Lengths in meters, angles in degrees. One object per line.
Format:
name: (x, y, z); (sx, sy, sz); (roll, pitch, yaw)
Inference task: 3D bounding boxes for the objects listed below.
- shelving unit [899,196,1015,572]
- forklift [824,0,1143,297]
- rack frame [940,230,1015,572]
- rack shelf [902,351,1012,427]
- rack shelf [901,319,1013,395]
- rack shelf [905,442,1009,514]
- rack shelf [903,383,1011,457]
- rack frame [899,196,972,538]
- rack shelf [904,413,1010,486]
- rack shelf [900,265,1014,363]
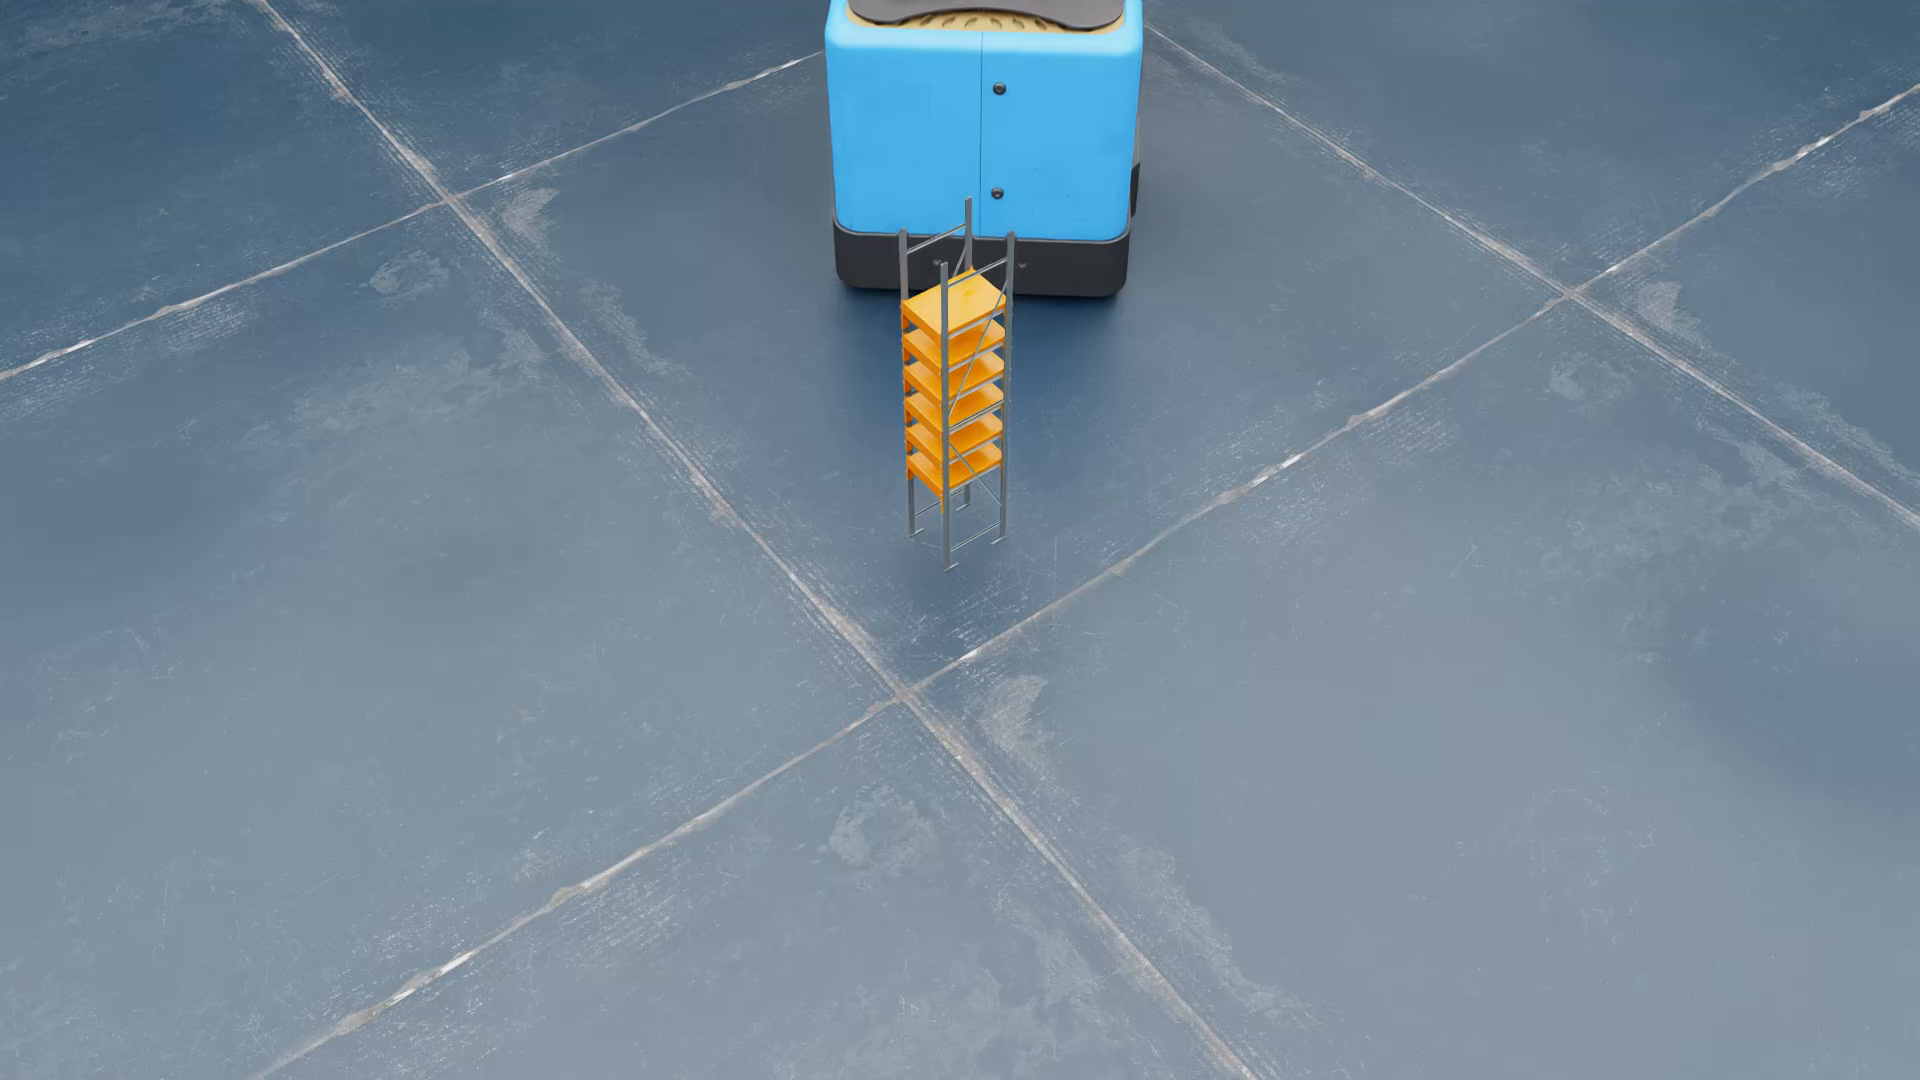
shelving unit: (-0.009, -0.412, 4.813); (0.258, 1.200, 0.189); (-29, 54, -24)
forklift: (0.159, -2.942, 5.939); (1.130, 2.935, 3.031); (3, 48, 2)
rack frame: (0.047, -0.358, 4.764); (0.240, 1.200, 0.006); (-29, 54, -24)
rack shelf: (-0.009, -0.462, 4.757); (0.258, 0.103, 0.180); (-29, 54, -24)
rack shelf: (-0.009, -0.543, 4.668); (0.258, 0.103, 0.180); (-29, 54, -24)
rack shelf: (-0.009, -0.220, 5.024); (0.258, 0.103, 0.180); (-29, 54, -24)
rack shelf: (-0.009, -0.382, 4.846); (0.258, 0.103, 0.180); (-29, 54, -24)
rack frame: (-0.064, -0.465, 4.862); (0.240, 1.200, 0.006); (-29, 54, -24)
rack shelf: (-0.009, -0.301, 4.935); (0.258, 0.103, 0.180); (-29, 54, -24)
rack shelf: (-0.009, -0.623, 4.579); (0.258, 0.103, 0.180); (-29, 54, -24)
